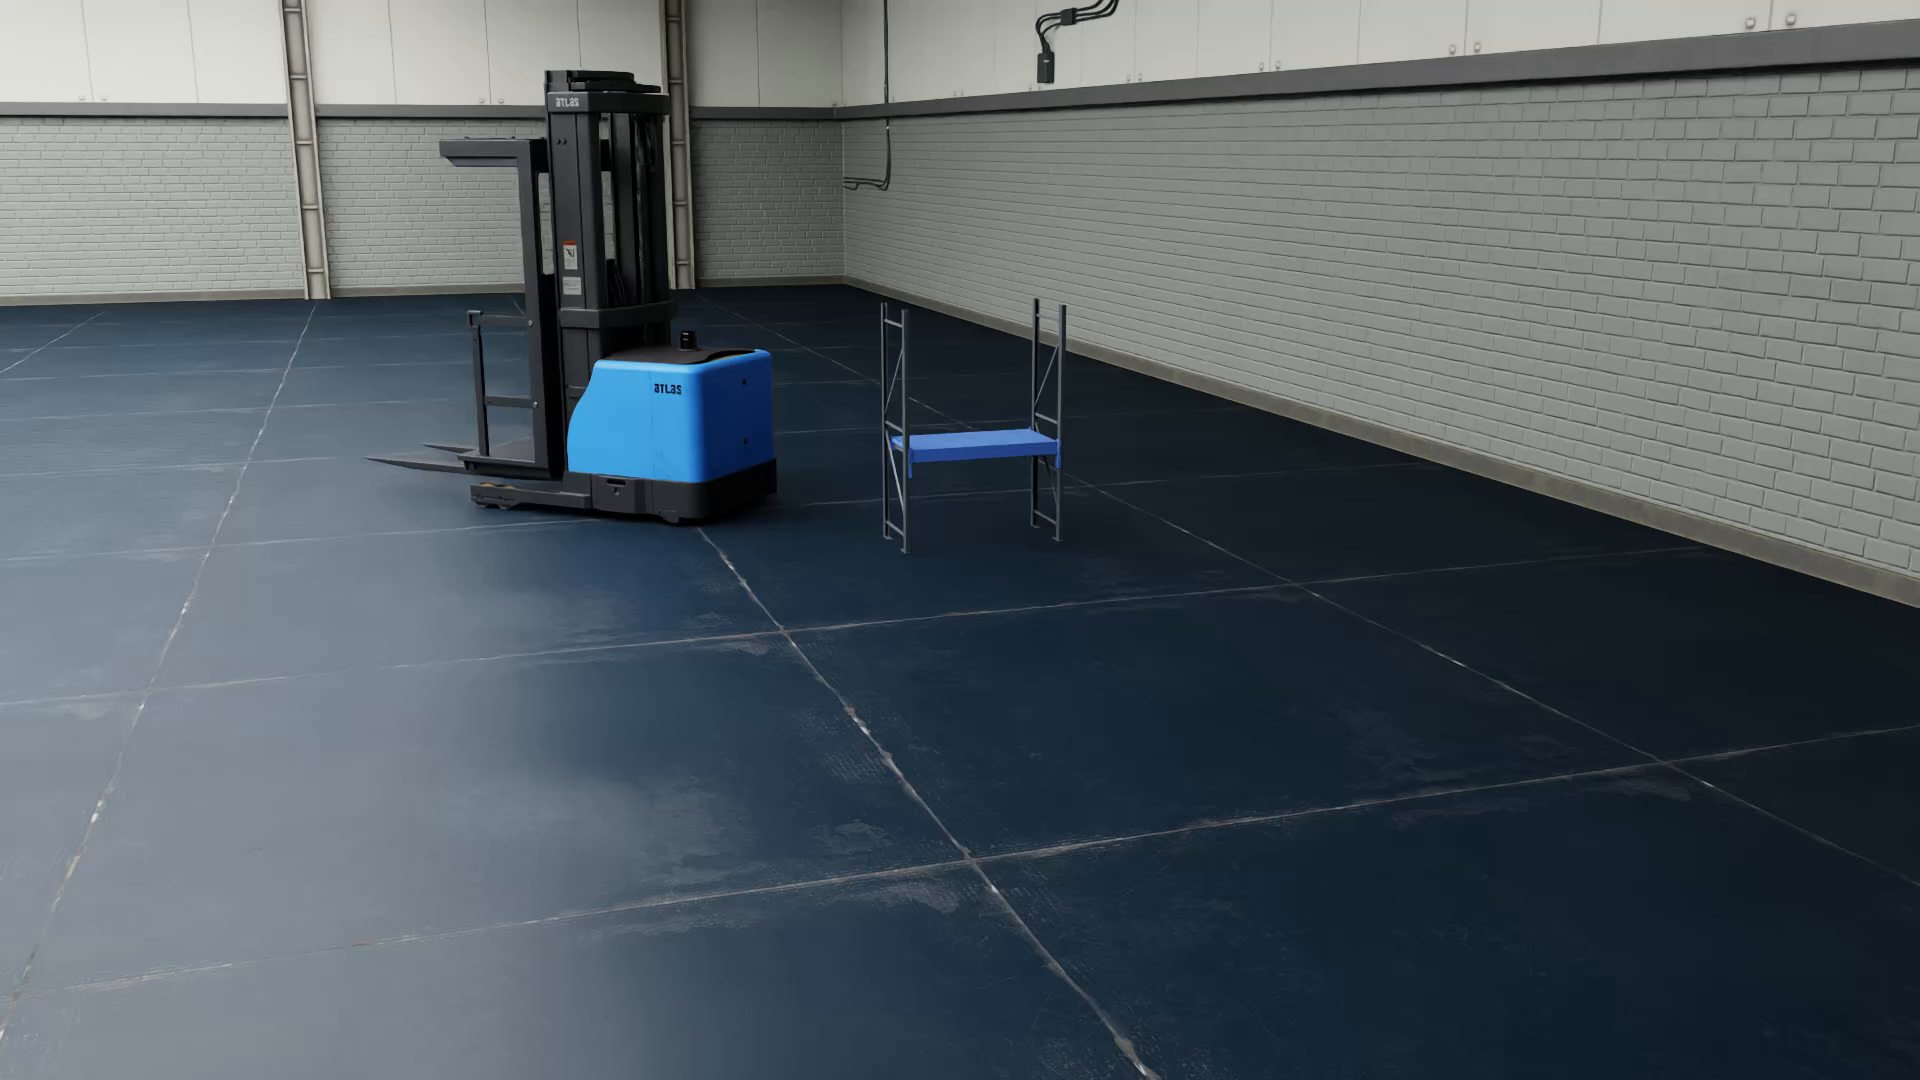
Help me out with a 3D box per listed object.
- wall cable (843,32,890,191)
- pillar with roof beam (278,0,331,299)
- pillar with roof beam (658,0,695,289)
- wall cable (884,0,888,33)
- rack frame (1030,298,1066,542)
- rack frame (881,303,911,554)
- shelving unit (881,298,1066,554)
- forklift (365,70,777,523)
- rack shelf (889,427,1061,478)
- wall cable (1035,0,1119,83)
[{"bbox_3d":[-1.662,-7.217,28.247,0.112,2.526,3.097,-4,14,-18],"label":"wall cable"},{"bbox_3d":[-9.190,-7.413,22.361,0.400,9.000,9.100,-4,14,-18],"label":"pillar with roof beam"},{"bbox_3d":[-3.503,-7.856,24.223,0.400,9.000,9.100,-4,14,-18],"label":"pillar with roof beam"},{"bbox_3d":[-0.799,-9.080,25.168,0.112,2.526,3.097,-4,14,-18],"label":"wall cable"},{"bbox_3d":[0.563,-0.773,10.653,0.032,1.500,0.500,-4,14,-18],"label":"rack frame"},{"bbox_3d":[-0.401,-0.698,10.338,0.032,1.500,0.500,-4,14,-18],"label":"rack frame"},{"bbox_3d":[0.081,-0.736,10.496,1.048,1.500,0.538,-4,14,-18],"label":"shelving unit"},{"bbox_3d":[-2.857,-1.741,11.626,3.031,2.935,1.130,6,15,23],"label":"forklift"},{"bbox_3d":[0.081,-0.561,10.537,1.000,0.185,0.538,-4,14,-18],"label":"rack shelf"},{"bbox_3d":[1.351,-8.299,18.735,0.169,6.003,2.305,-4,14,-18],"label":"wall cable"}]
